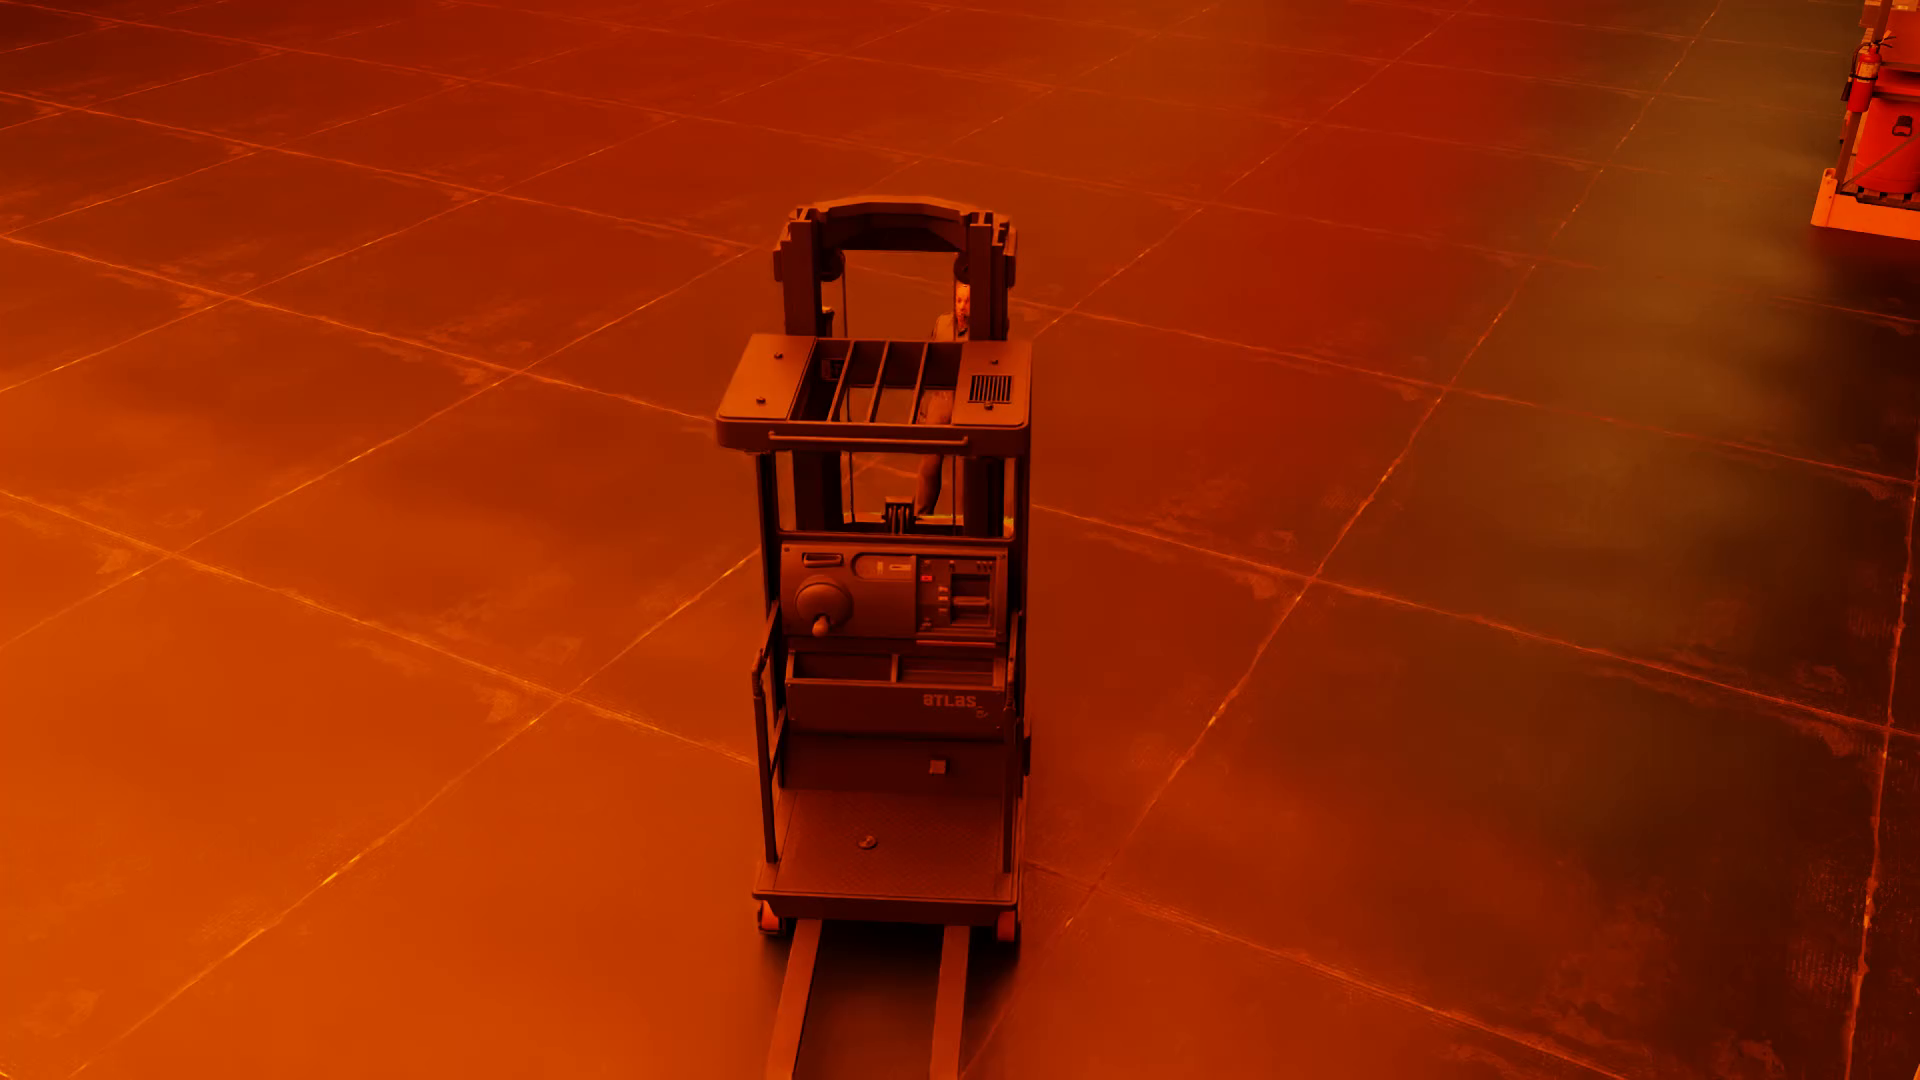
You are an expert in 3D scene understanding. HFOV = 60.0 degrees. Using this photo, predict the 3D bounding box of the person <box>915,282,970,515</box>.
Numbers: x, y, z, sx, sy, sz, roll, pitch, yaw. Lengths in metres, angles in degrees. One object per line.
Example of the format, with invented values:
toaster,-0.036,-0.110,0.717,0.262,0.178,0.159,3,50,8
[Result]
person,-0.060,-0.689,9.528,0.570,1.654,0.504,15,33,25

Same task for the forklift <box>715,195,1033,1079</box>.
forklift,-0.281,0.262,6.617,1.130,2.935,3.031,2,30,3
